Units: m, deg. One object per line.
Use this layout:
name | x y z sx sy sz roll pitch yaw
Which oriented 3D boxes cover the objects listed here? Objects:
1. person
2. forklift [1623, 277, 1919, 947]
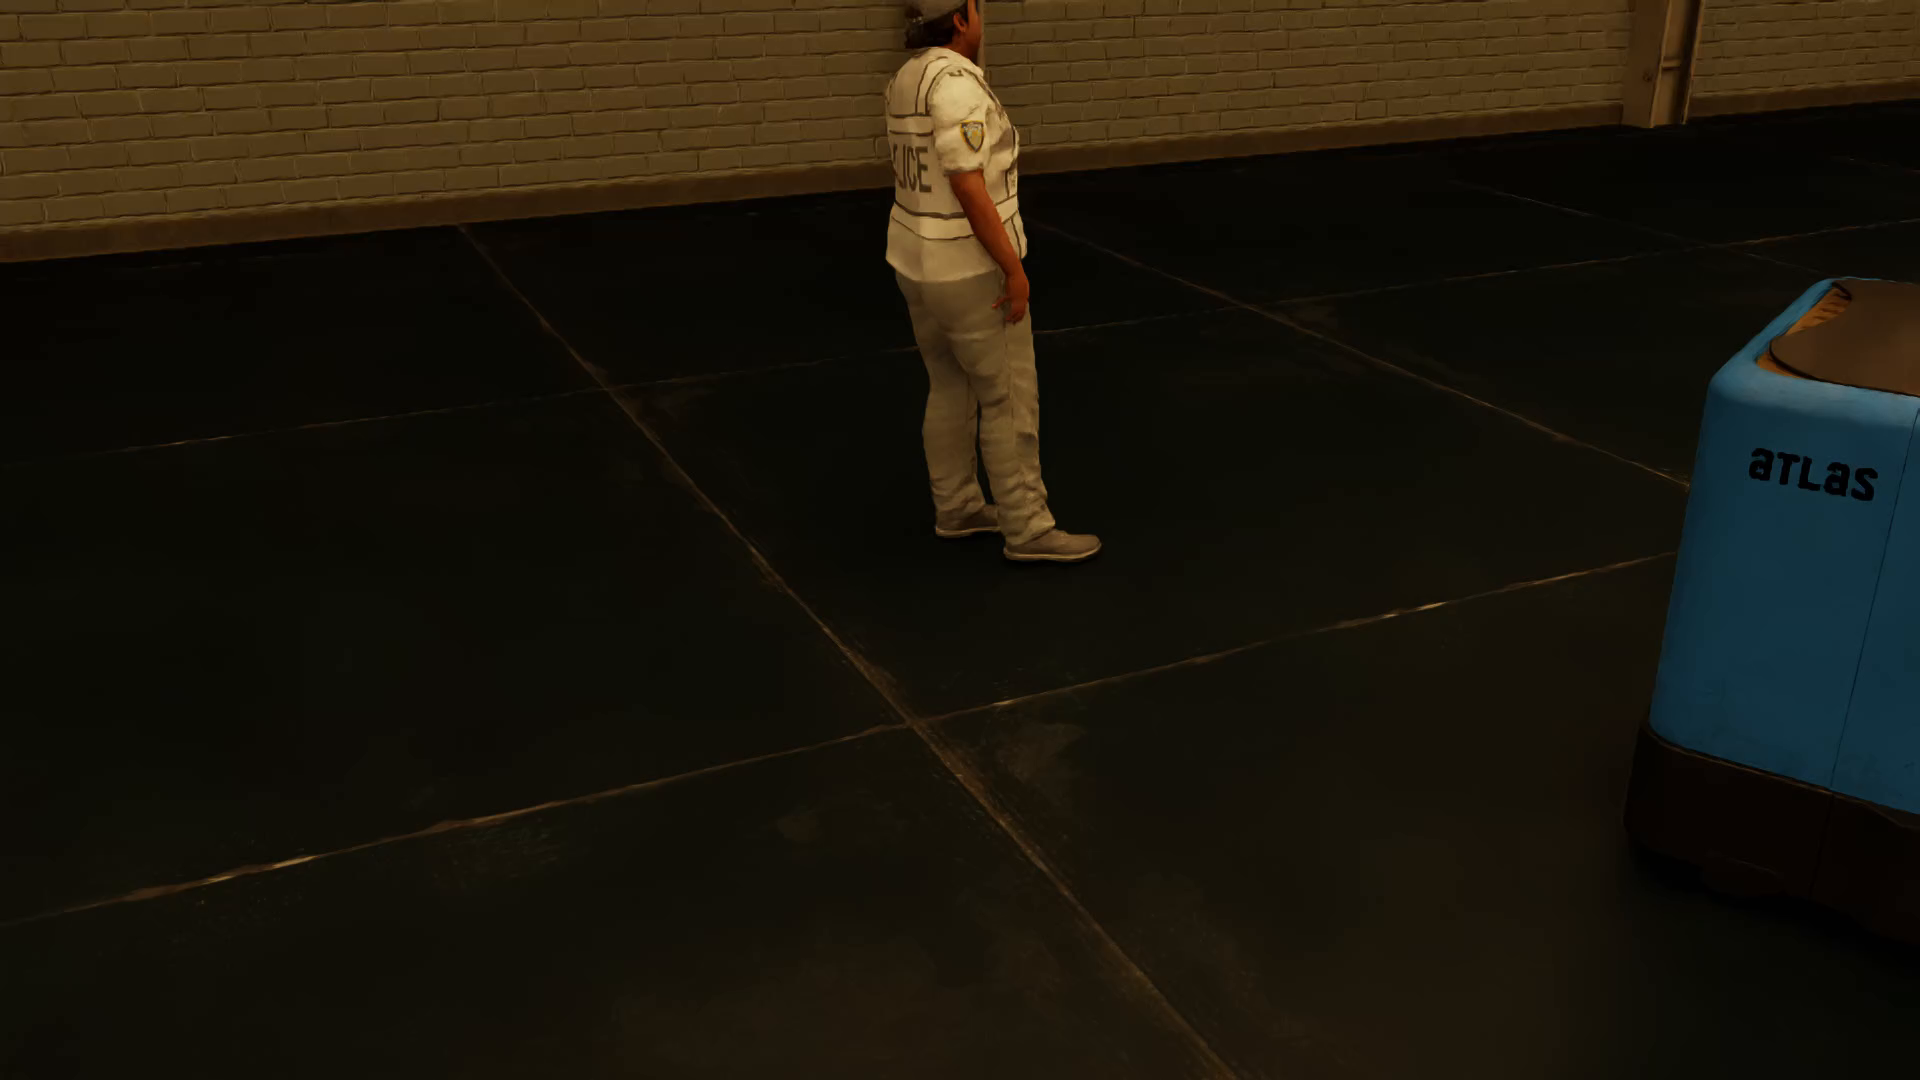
person | 0.079 -0.781 4.795 0.529 1.669 0.598 -10 25 -23
forklift | 2.873 -0.487 2.459 3.031 2.935 1.130 16 27 33
